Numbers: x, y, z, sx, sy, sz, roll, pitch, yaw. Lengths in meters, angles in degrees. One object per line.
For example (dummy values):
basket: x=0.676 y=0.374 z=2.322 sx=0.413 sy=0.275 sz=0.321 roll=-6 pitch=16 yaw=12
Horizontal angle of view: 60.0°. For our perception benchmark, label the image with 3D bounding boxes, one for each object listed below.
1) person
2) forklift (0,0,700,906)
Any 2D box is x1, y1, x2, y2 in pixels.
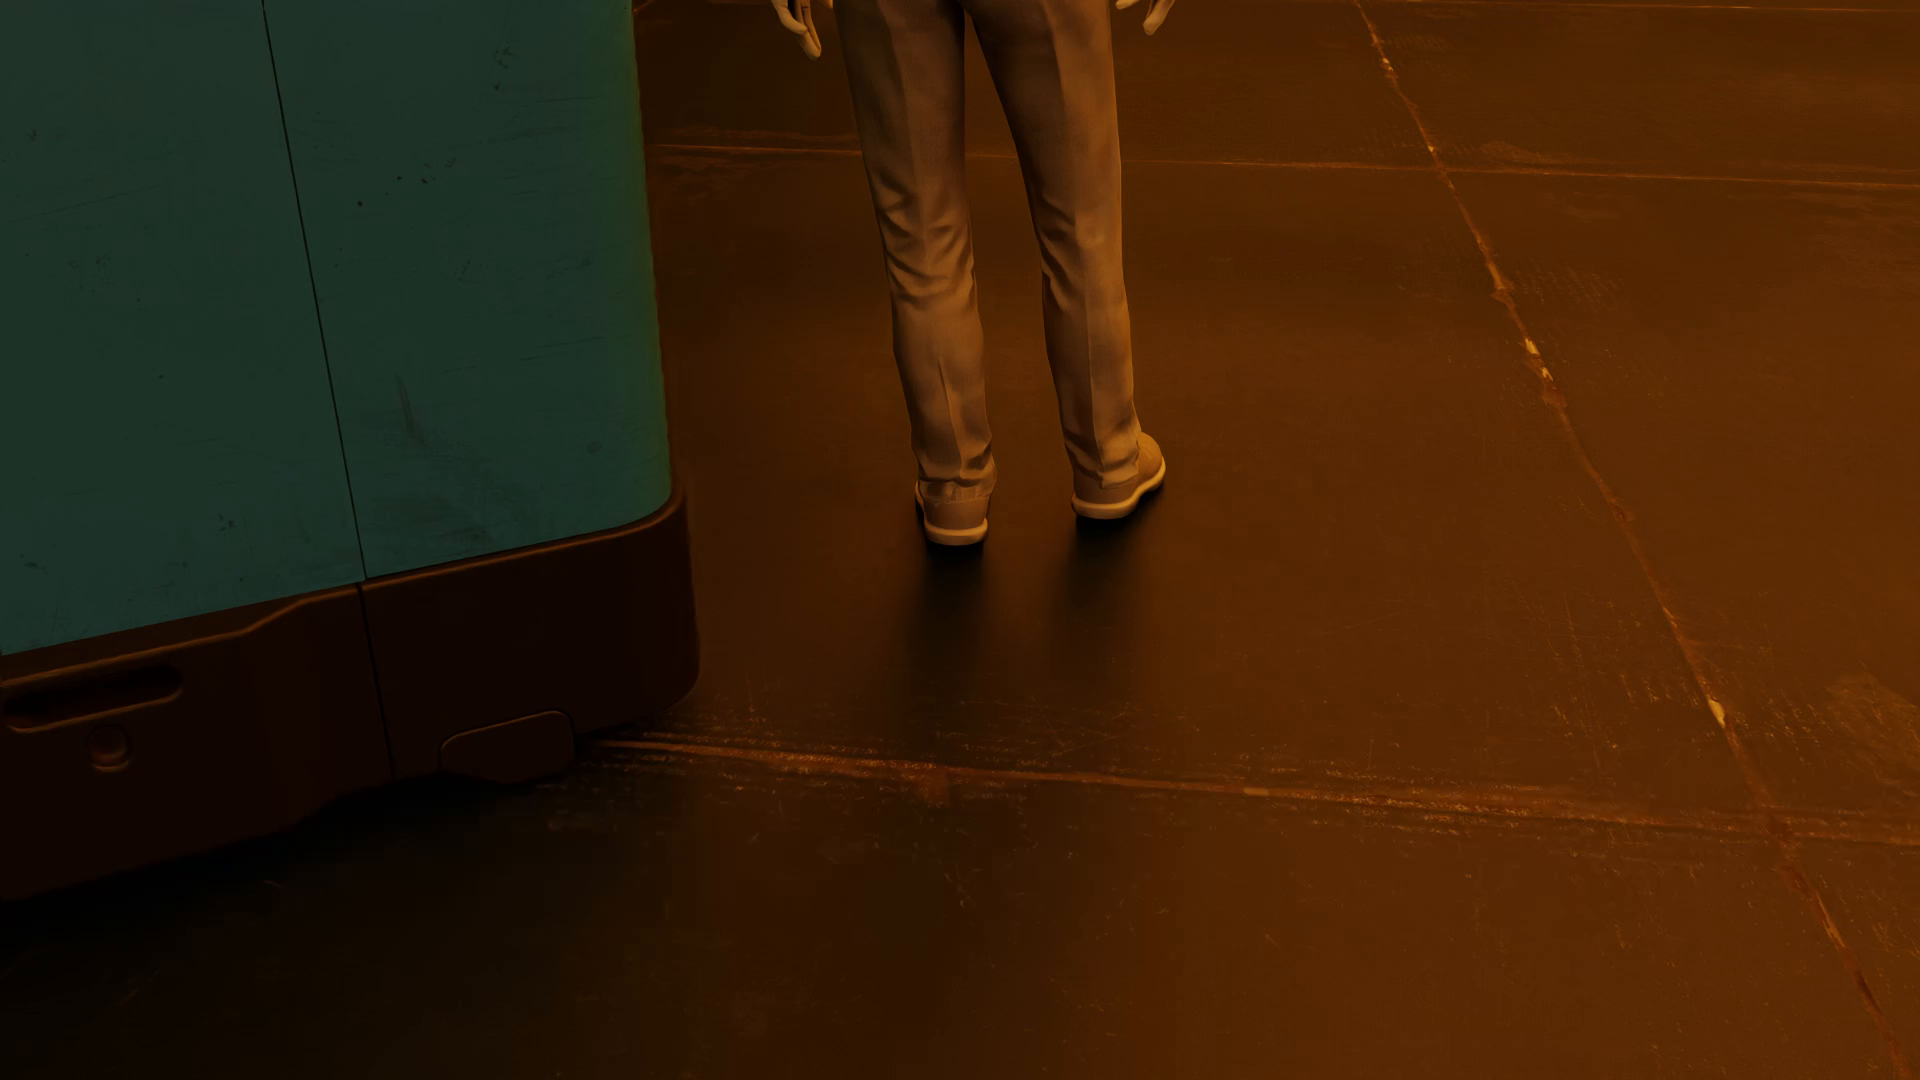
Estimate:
person: x=0.016 y=-0.795 z=2.179 sx=0.586 sy=1.694 sz=0.530 roll=3 pitch=27 yaw=7
forklift: x=-1.864 y=-0.958 z=1.136 sx=3.031 sy=2.935 sz=1.130 roll=-13 pitch=29 yaw=-24
